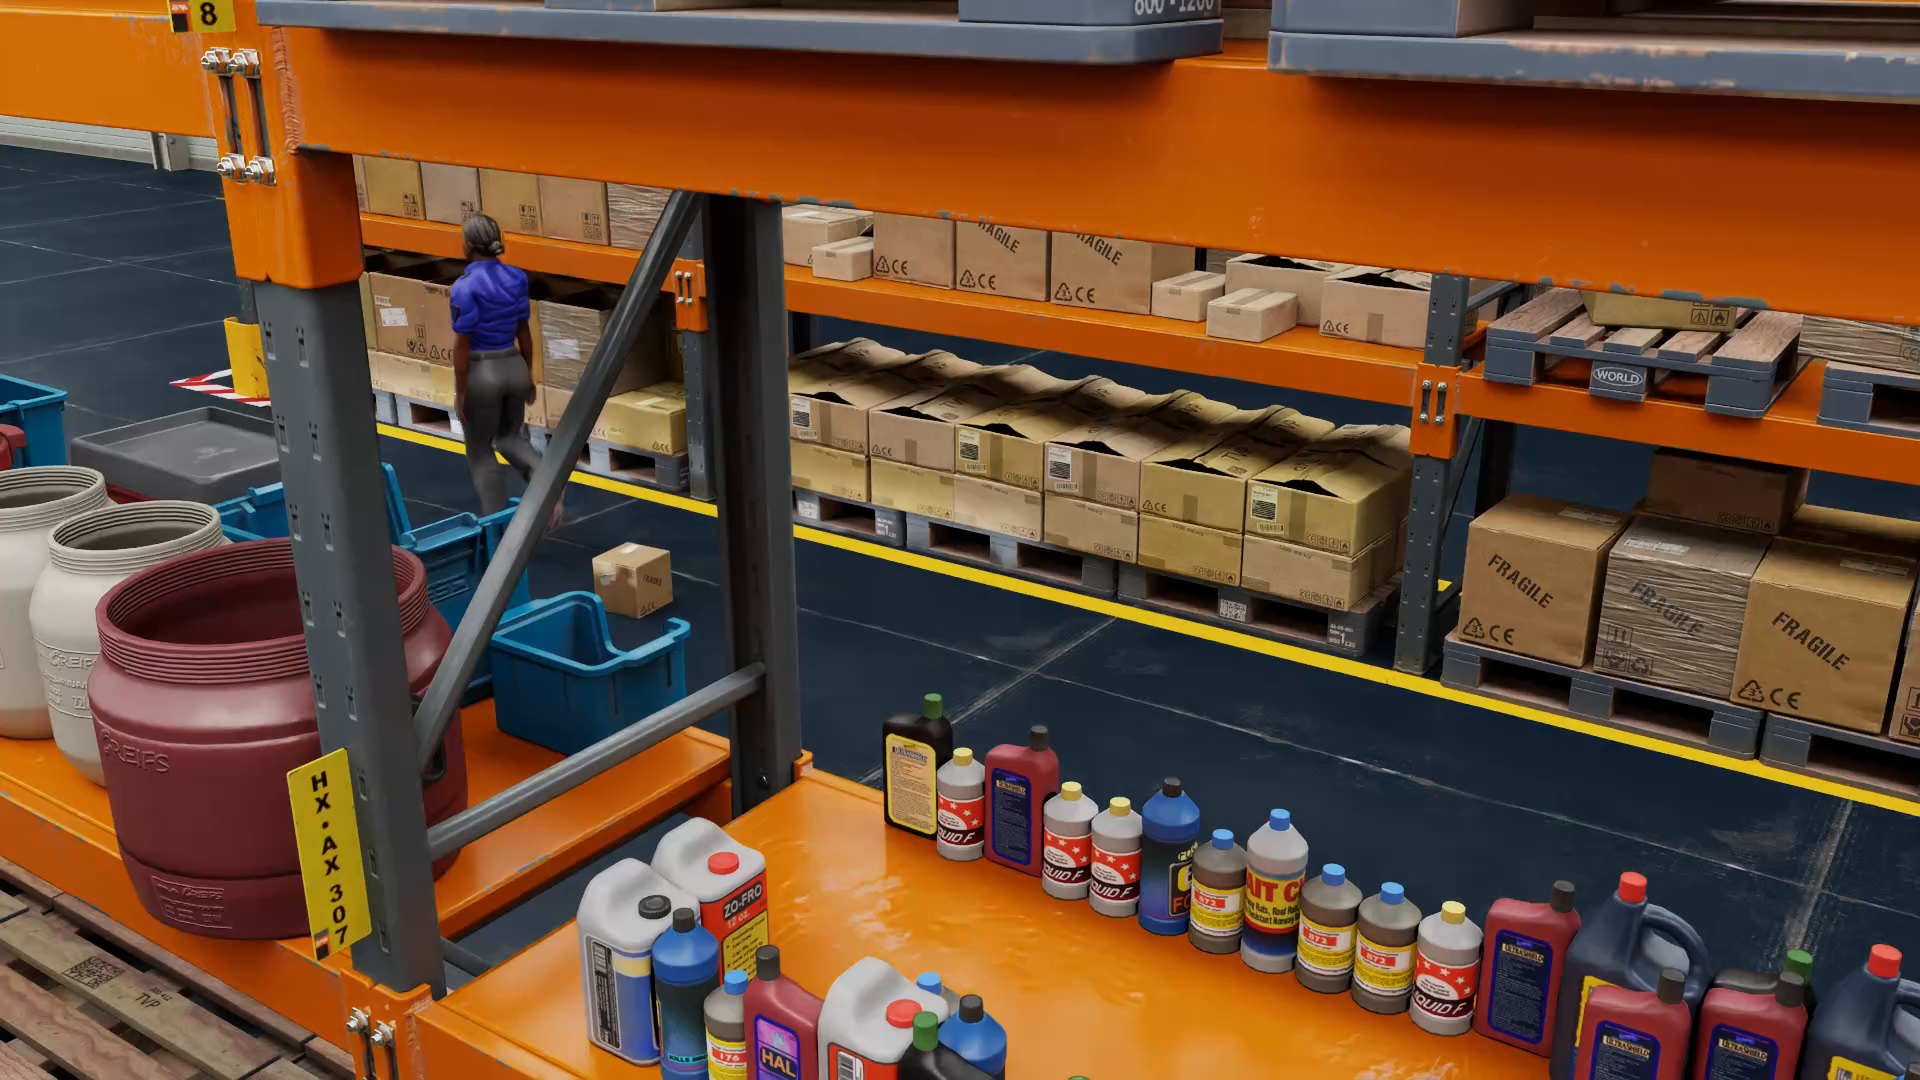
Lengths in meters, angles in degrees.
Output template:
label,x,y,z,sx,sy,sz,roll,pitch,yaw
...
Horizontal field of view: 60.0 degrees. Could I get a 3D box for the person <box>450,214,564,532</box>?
label,x,y,z,sx,sy,sz,roll,pitch,yaw
person,-2.250,-0.769,8.140,0.539,1.645,0.474,13,24,32
